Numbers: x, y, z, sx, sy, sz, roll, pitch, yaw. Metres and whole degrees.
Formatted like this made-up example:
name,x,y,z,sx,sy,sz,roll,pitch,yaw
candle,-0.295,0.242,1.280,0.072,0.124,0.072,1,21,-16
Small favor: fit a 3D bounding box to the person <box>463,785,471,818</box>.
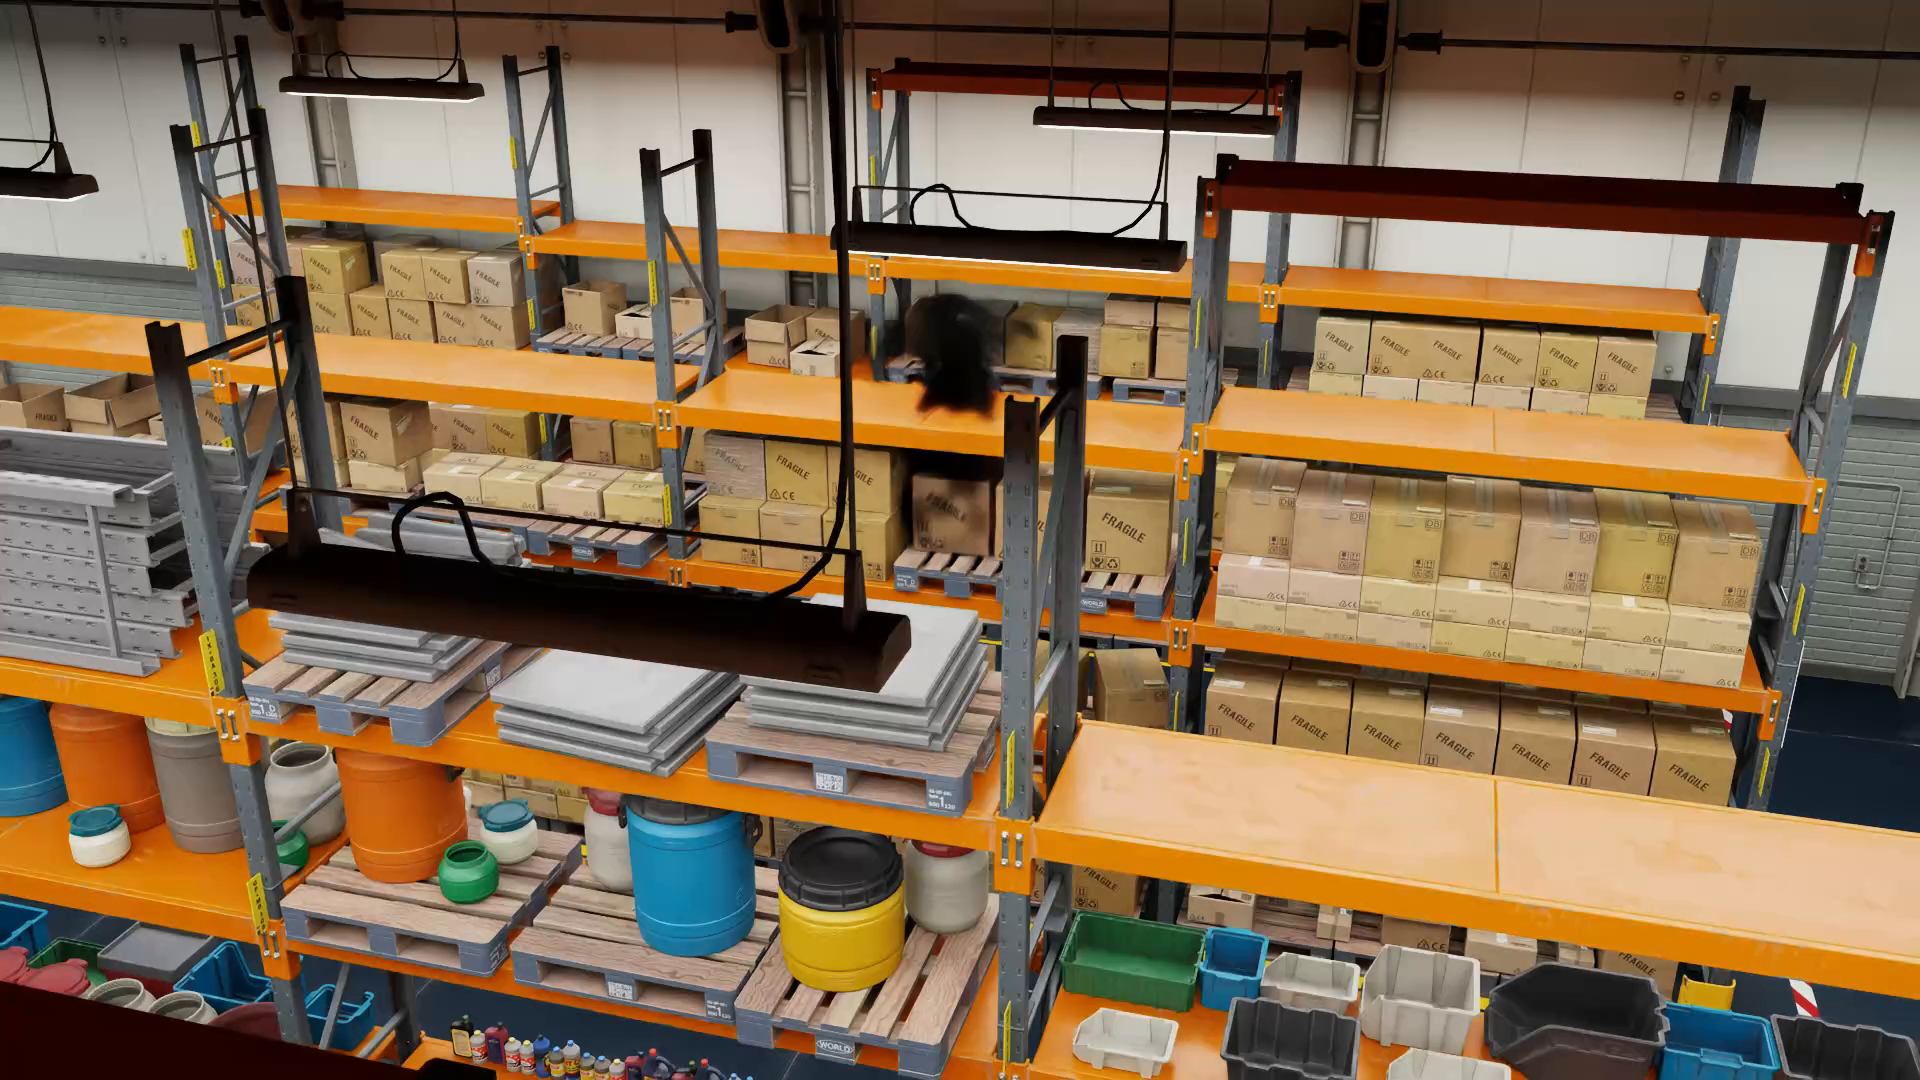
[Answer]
name,x,y,z,sx,sy,sz,roll,pitch,yaw
person,-4.086,2.333,12.969,0.797,1.663,0.662,11,25,24
